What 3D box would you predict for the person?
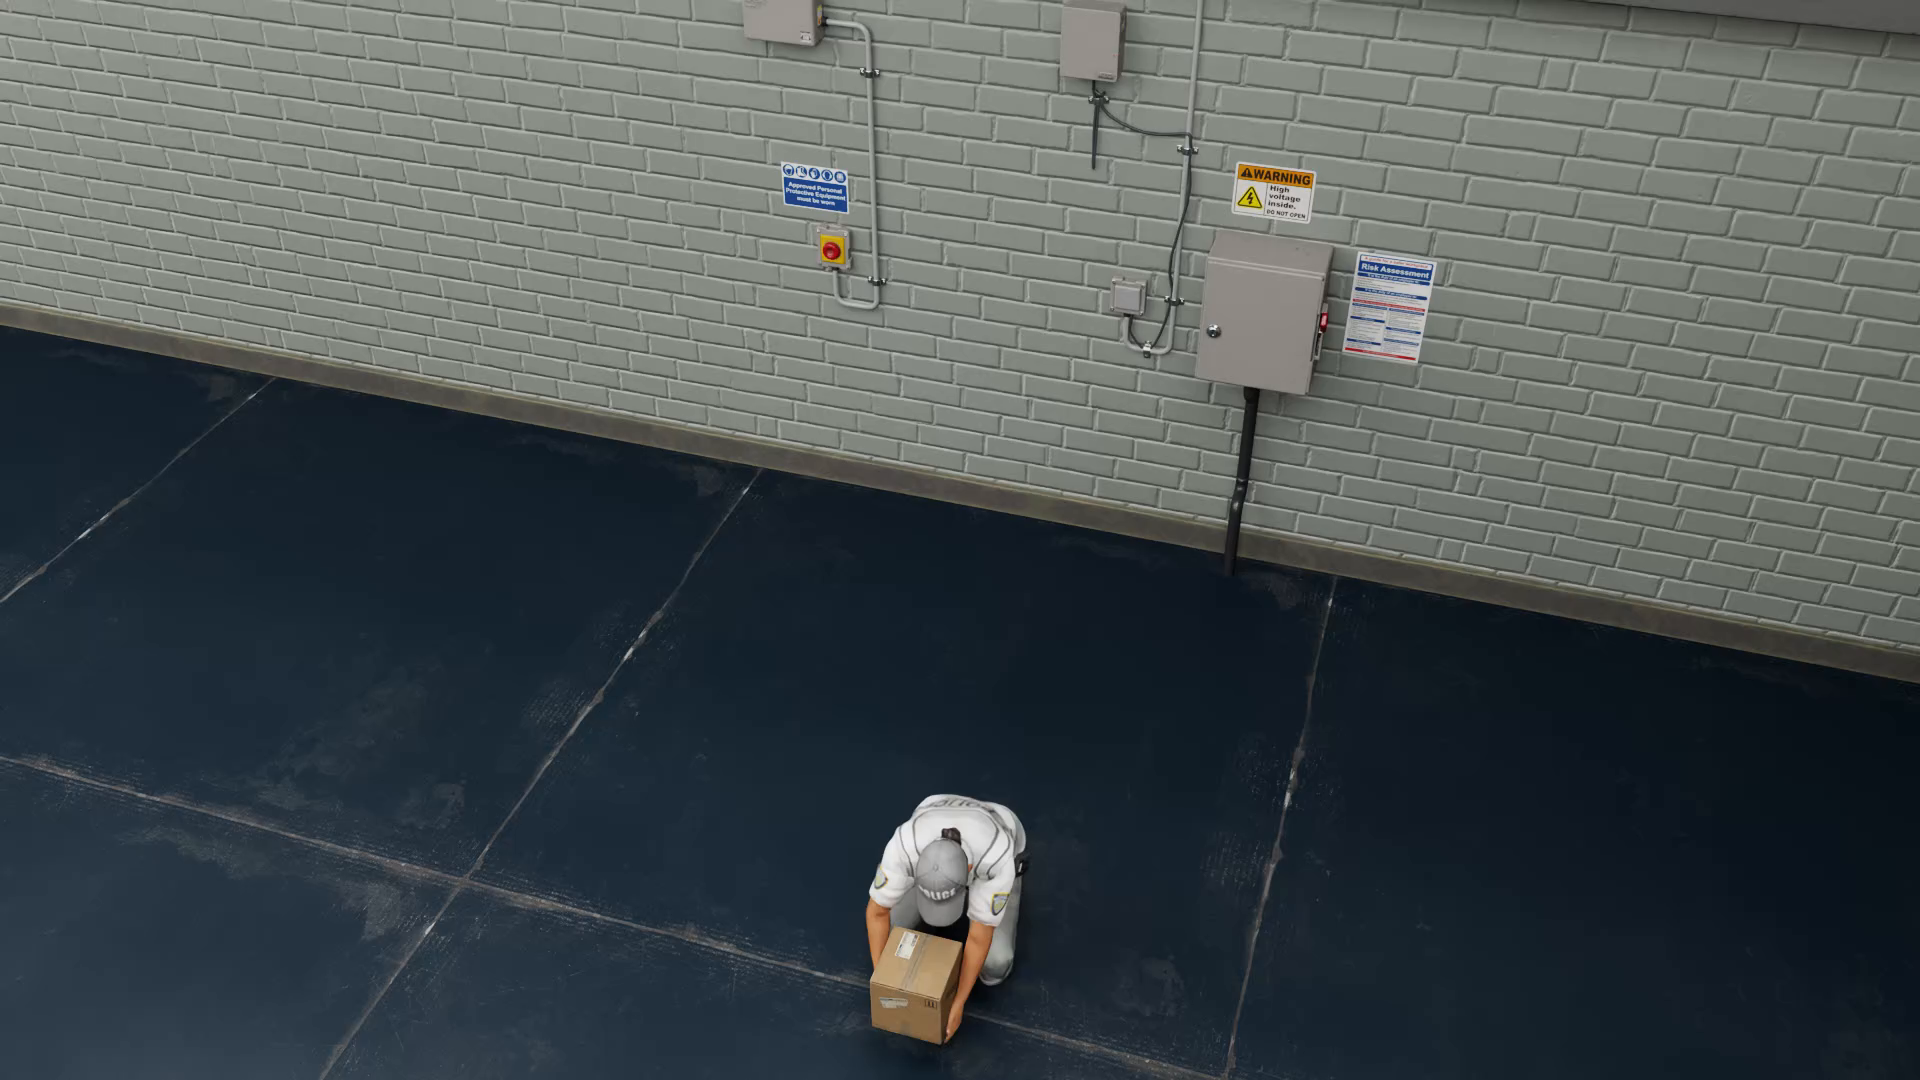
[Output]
[{"bbox_3d":[-0.030,1.228,5.883,0.526,0.945,0.849,10,38,13],"label":"person"}]
